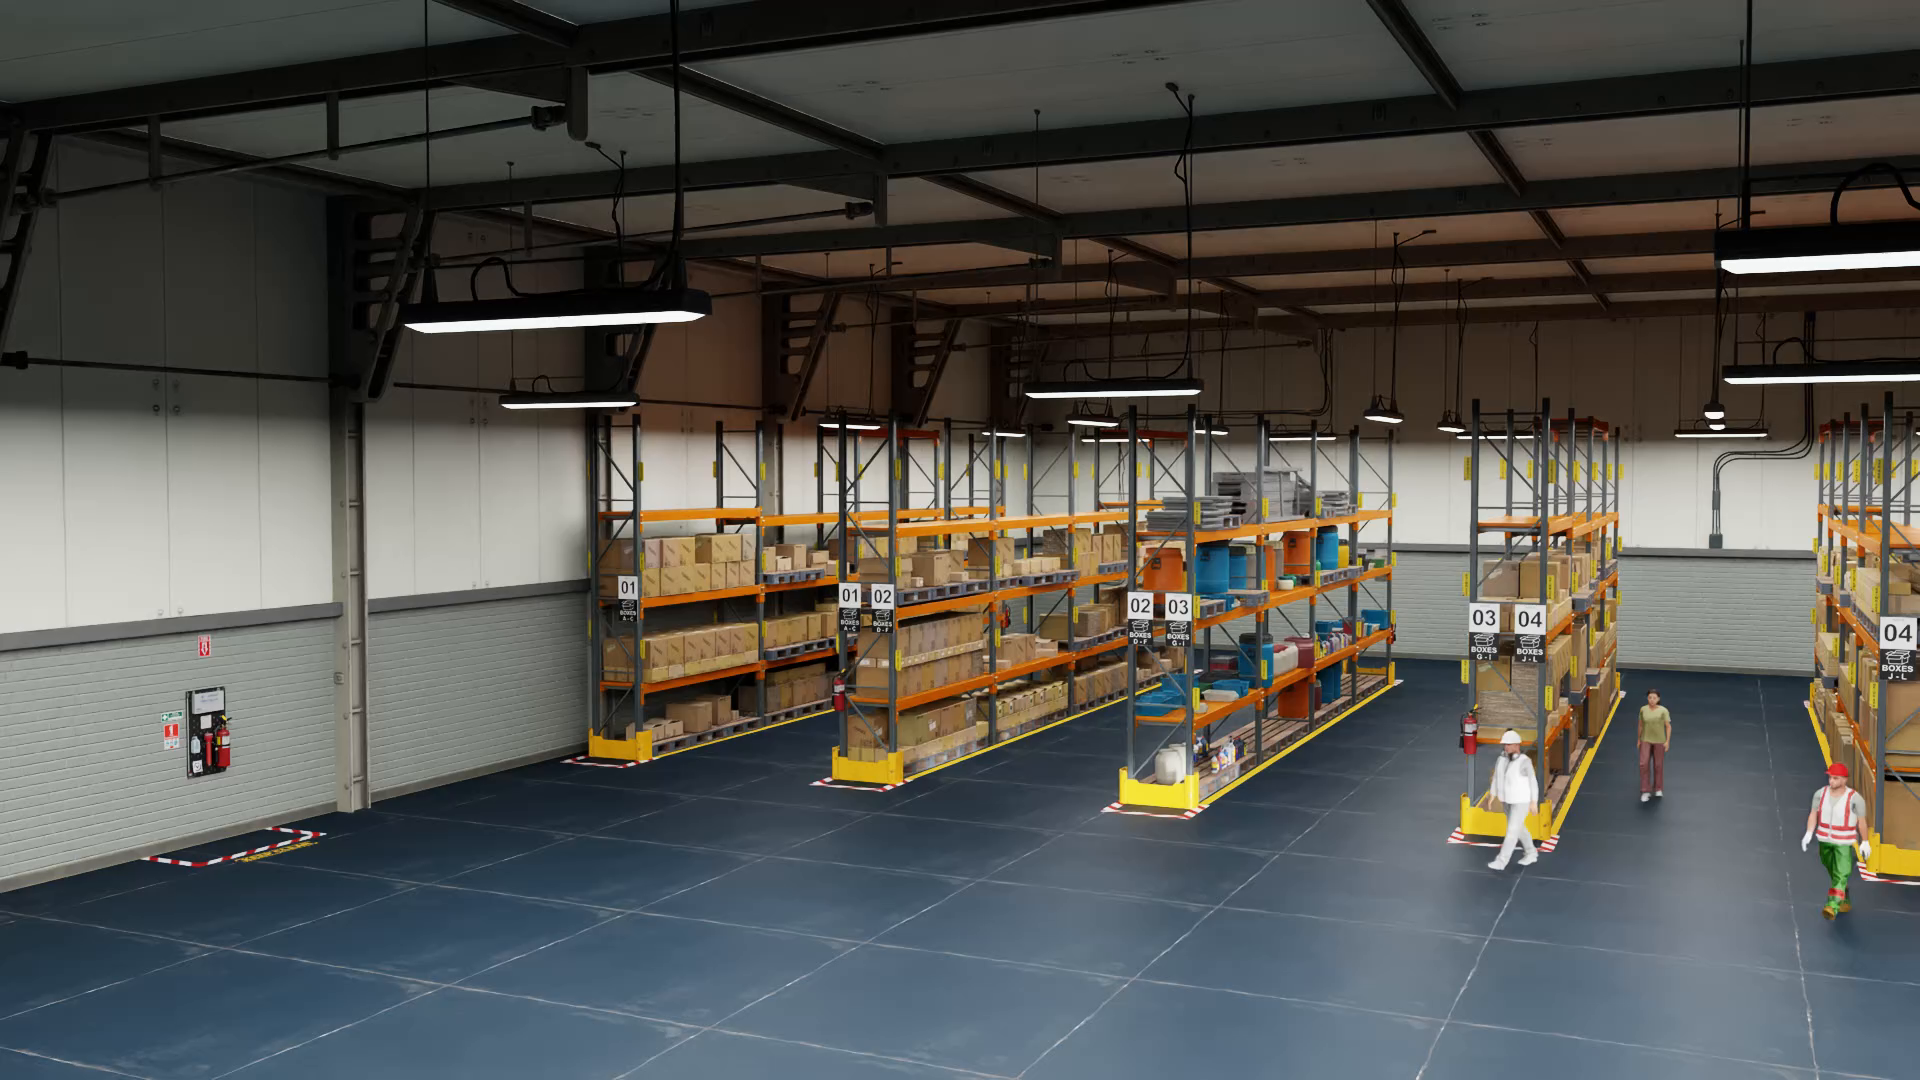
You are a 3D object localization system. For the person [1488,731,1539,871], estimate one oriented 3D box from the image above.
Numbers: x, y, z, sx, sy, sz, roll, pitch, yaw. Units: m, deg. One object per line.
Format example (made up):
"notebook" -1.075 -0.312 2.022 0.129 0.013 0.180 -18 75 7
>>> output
"person" 6.890 3.255 20.851 1.043 1.720 0.556 -1 3 -26

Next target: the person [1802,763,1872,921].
"person" 9.700 3.349 18.506 1.078 1.718 0.584 -2 3 -35

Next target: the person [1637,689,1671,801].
"person" 10.613 3.126 25.462 0.504 1.699 0.617 2 3 35
